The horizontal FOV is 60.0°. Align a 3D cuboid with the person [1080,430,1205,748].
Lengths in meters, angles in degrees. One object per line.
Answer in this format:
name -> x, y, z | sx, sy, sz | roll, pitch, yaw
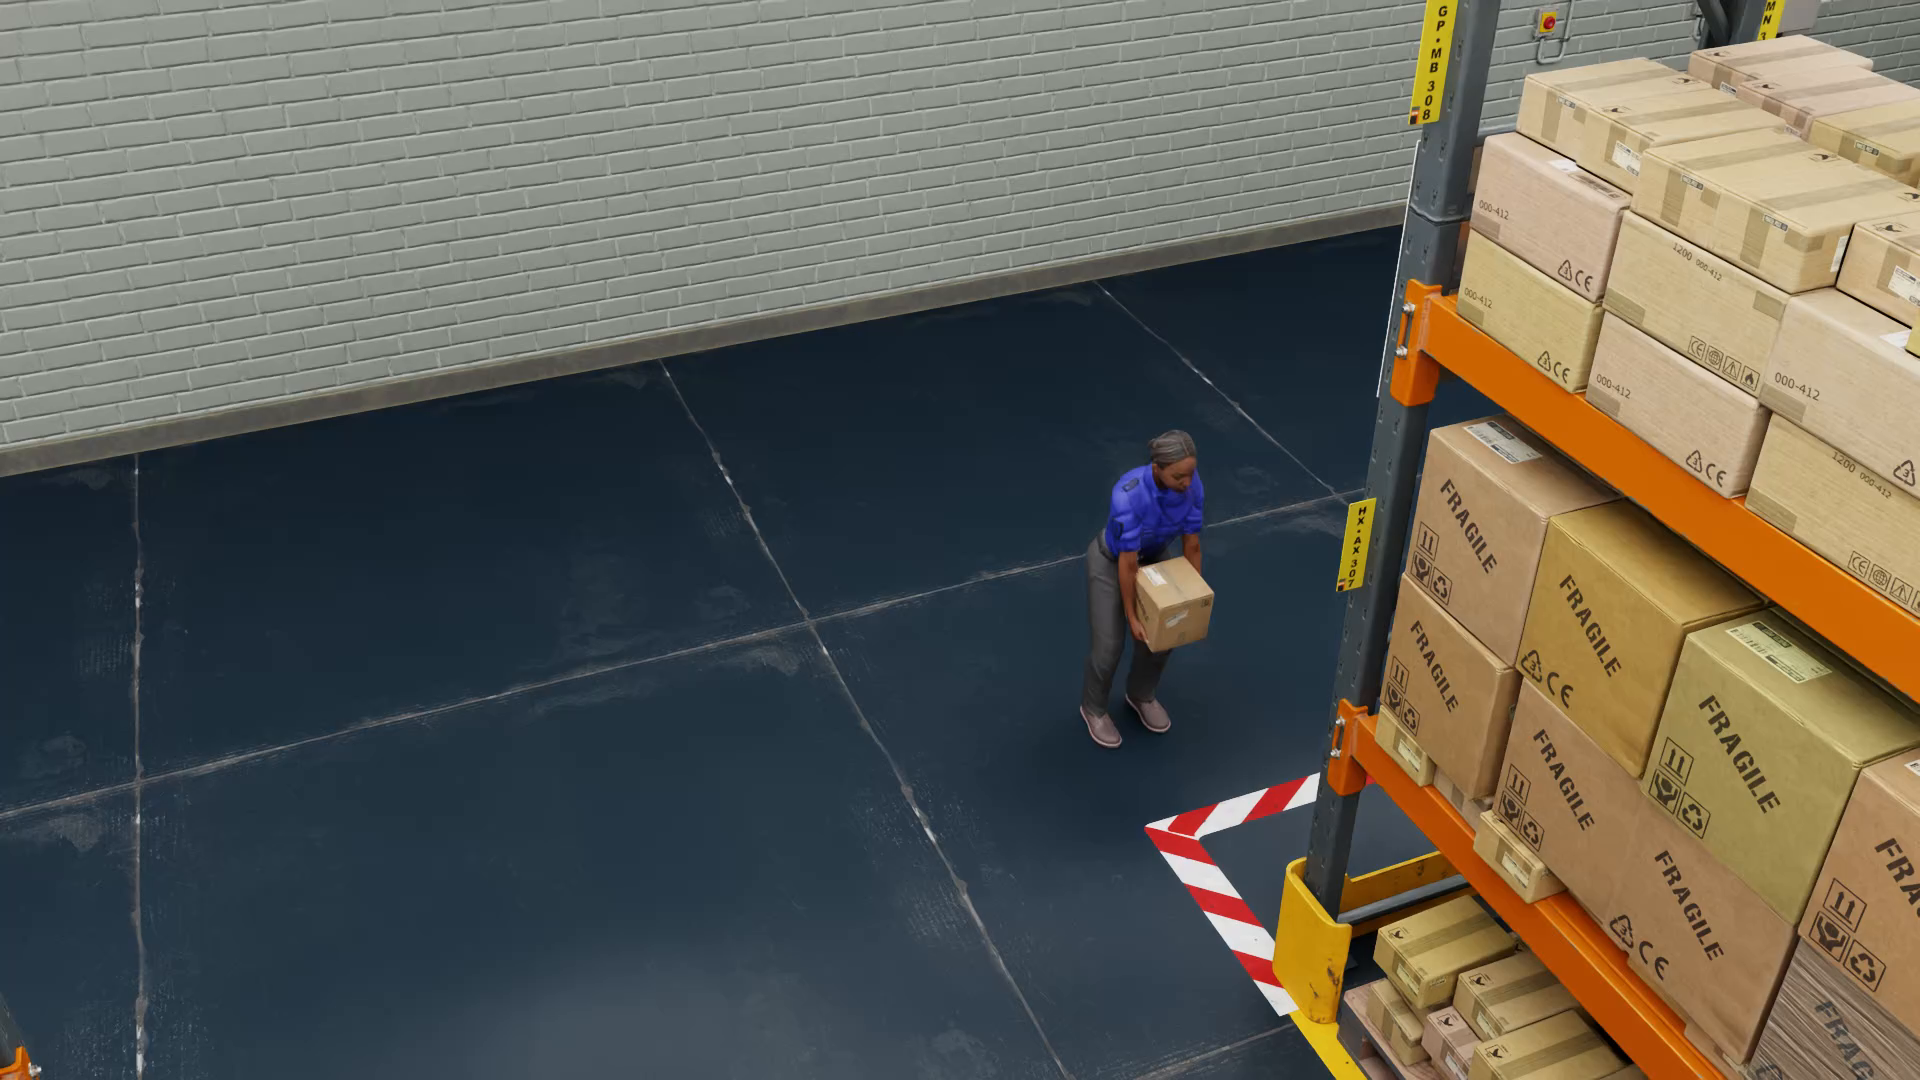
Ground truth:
person -> 0.773, 0.191, 6.921 | 0.413, 1.599, 0.562 | -14, 36, -20
